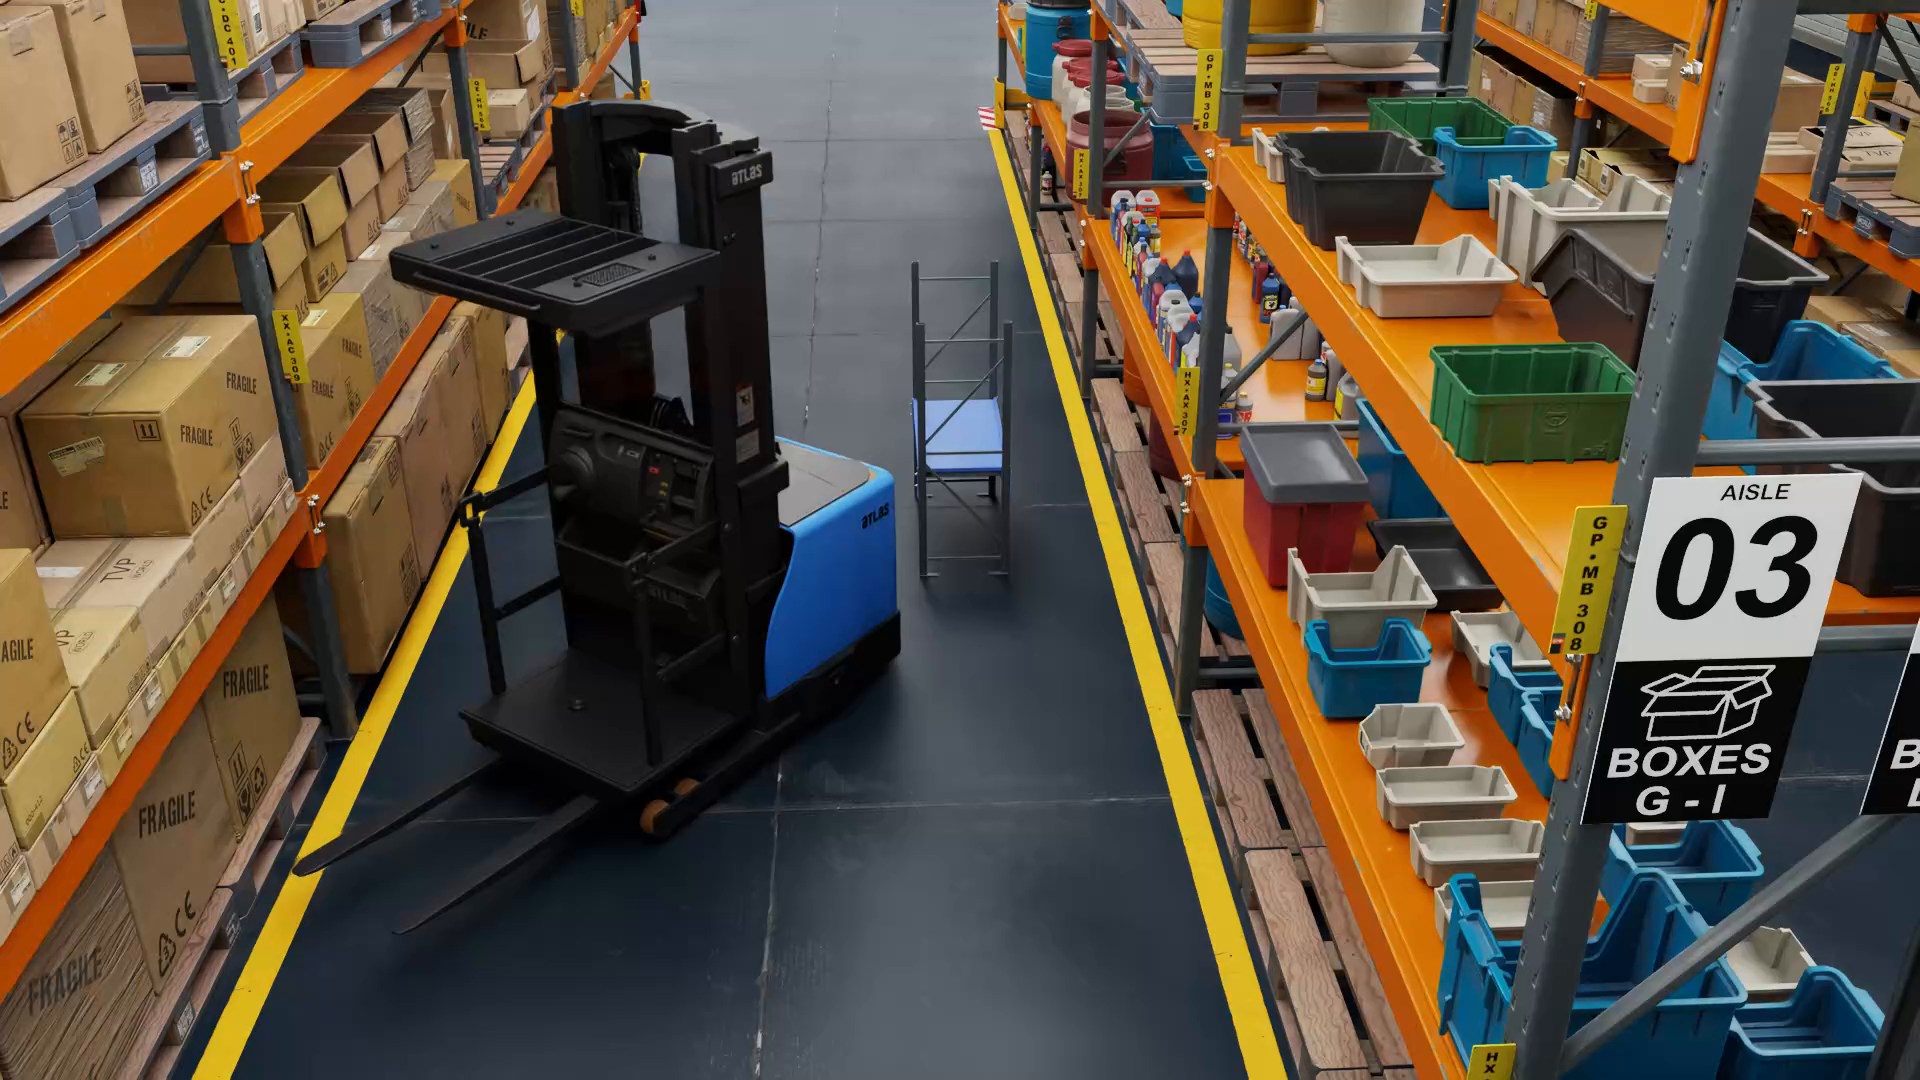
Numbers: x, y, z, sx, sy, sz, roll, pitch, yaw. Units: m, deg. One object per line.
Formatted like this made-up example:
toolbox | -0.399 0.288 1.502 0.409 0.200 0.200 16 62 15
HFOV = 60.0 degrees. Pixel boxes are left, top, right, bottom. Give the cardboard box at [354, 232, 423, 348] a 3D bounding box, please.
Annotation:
cardboard box | -3.250 -1.349 8.984 0.500 0.500 0.500 -1 28 -2

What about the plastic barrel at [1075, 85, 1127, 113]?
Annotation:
plastic barrel | 1.057 -3.065 12.262 0.421 0.512 0.421 0 28 0

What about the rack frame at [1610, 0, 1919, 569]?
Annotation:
rack frame | 1.764 -1.316 2.543 1.000 3.000 0.127 -1 28 -3

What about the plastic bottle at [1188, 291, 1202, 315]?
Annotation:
plastic bottle | 1.271 -1.203 8.953 0.097 0.271 0.097 0 28 0

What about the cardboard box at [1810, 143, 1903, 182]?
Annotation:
cardboard box | 6.318 -2.598 11.585 0.500 0.311 0.500 0 28 1

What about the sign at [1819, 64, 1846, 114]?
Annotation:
sign | 5.739 -2.967 10.944 0.100 0.325 0.005 -1 28 -3

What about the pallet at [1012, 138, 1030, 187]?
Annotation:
pallet | 1.077 -3.838 16.880 1.003 0.211 1.213 -1 28 -3

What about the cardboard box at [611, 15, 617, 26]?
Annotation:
cardboard box | -3.722 -5.342 17.021 0.380 0.149 0.250 -1 28 -3

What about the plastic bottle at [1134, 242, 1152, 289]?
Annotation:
plastic bottle | 1.073 -1.605 9.723 0.097 0.271 0.097 0 28 0

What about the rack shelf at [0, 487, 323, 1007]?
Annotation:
rack shelf | -3.287 0.858 5.638 1.077 0.370 4.000 -1 28 -3

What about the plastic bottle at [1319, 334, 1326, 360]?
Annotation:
plastic bottle | 1.916 -1.042 8.630 0.061 0.283 0.133 -1 28 -3

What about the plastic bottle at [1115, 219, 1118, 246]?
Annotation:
plastic bottle | 1.030 -1.956 10.472 0.097 0.201 0.097 0 28 0

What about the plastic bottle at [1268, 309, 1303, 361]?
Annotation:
plastic bottle | 1.711 -1.096 8.741 0.152 0.276 0.135 -1 28 -3

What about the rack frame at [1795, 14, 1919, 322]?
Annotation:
rack frame | 6.293 -2.469 11.240 1.000 3.000 0.127 -1 28 -3

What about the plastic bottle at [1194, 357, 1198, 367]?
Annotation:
plastic bottle | 1.154 -0.732 8.036 0.061 0.283 0.133 -1 28 -3

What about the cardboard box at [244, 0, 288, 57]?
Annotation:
cardboard box | -3.358 -2.370 7.448 0.500 0.311 0.500 -2 28 -4

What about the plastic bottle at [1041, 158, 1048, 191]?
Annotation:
plastic bottle | 0.783 -3.403 15.493 0.061 0.283 0.133 0 28 0

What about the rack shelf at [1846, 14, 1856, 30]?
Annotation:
rack shelf | 6.189 -4.404 12.484 1.077 0.370 4.000 -1 28 -3

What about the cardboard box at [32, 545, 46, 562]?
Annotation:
cardboard box | -3.574 0.243 5.882 0.500 0.250 0.500 -1 28 -1

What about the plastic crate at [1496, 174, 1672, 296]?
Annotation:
plastic crate | 1.957 -0.965 5.241 0.437 0.282 0.530 -1 28 -3

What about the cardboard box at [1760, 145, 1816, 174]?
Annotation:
cardboard box | 5.970 -2.766 12.082 0.380 0.149 0.250 -1 28 -3

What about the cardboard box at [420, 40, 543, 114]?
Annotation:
cardboard box | -3.626 -3.512 12.675 0.797 0.503 0.637 1 28 3

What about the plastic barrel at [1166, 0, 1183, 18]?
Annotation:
plastic barrel | 1.313 -3.027 8.070 0.600 0.901 0.708 -1 28 -3

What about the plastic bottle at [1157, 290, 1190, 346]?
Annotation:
plastic bottle | 1.147 -1.194 8.929 0.152 0.276 0.135 -1 28 -3

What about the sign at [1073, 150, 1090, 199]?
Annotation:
sign | 0.797 -2.407 10.945 0.100 0.325 0.005 -1 28 -3

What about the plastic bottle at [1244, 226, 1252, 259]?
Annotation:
plastic bottle | 1.803 -1.867 10.226 0.097 0.271 0.097 0 28 0

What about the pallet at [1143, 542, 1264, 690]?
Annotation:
pallet | 1.556 0.375 8.802 1.003 0.211 1.213 -1 28 -3

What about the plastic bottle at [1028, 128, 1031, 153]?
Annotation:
plastic bottle | 0.730 -4.028 16.703 0.097 0.271 0.097 0 28 0

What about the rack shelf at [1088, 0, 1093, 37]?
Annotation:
rack shelf | 1.242 -4.286 12.258 1.077 0.370 4.000 -1 28 -3

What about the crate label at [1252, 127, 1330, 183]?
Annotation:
crate label | 1.292 -1.484 6.393 0.293 0.136 0.466 -1 28 -3

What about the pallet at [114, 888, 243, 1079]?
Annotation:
pallet | -3.363 1.770 6.128 1.003 0.211 1.213 -1 28 -3

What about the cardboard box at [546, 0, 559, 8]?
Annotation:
cardboard box | -3.578 -4.912 14.414 0.500 0.500 0.500 -1 28 -3

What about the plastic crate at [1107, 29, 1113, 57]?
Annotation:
plastic crate | 1.237 -4.416 15.040 0.767 0.338 0.504 -1 28 -3

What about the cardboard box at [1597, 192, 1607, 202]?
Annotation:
cardboard box | 5.883 -2.855 14.499 0.500 0.250 0.500 -1 28 -1

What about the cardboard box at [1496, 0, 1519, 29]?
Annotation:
cardboard box | 5.939 -5.520 16.982 0.700 0.500 0.500 -1 28 -2

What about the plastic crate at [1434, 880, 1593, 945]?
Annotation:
plastic crate | 1.541 1.062 4.691 0.396 0.136 0.243 -1 28 -3

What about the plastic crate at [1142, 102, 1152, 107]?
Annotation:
plastic crate | 1.567 -3.133 12.444 0.402 0.464 0.583 -1 28 -3

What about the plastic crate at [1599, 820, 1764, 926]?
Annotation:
plastic crate | 2.046 0.965 4.772 0.416 0.233 0.300 -1 28 -3

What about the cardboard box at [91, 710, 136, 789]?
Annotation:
cardboard box | -2.953 0.692 5.451 0.380 0.149 0.250 -2 28 -4

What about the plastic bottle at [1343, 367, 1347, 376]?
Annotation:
plastic bottle | 1.926 -0.786 8.152 0.097 0.271 0.097 0 28 0

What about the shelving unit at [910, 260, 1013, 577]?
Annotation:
shelving unit | -0.004 -0.704 9.479 0.538 1.500 1.048 -1 28 -3

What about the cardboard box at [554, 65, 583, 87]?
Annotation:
cardboard box | -3.520 -4.074 14.589 0.380 0.149 0.250 -1 28 -3

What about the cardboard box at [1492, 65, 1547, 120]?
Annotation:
cardboard box | 5.757 -4.517 16.875 0.500 0.500 0.500 -1 28 -3

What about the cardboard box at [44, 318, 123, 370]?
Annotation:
cardboard box | -3.621 -0.555 6.600 0.500 0.500 0.500 -1 28 -3

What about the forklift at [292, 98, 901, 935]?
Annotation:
forklift | -1.558 -0.252 7.063 1.130 2.935 3.031 18 32 31

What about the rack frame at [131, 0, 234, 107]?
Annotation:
rack frame | -3.391 -3.044 5.856 1.000 3.000 0.127 -1 28 -3

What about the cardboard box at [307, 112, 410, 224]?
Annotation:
cardboard box | -3.547 -2.081 9.304 0.797 0.503 0.637 -1 28 -1

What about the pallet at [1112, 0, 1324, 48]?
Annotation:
pallet | 1.354 -2.633 8.516 1.003 0.211 1.213 -1 28 -3

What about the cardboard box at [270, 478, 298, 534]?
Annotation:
cardboard box | -3.048 -0.140 7.046 0.380 0.149 0.250 -1 28 -2

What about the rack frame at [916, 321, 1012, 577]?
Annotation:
rack frame | 0.022 -0.470 9.029 0.500 1.500 0.032 -1 28 -3

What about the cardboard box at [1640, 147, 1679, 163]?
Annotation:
cardboard box | 6.392 -3.352 14.846 0.500 0.311 0.500 -1 28 -3

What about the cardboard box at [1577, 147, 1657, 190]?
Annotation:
cardboard box | 5.857 -3.335 14.813 0.500 0.311 0.500 -1 28 -2
